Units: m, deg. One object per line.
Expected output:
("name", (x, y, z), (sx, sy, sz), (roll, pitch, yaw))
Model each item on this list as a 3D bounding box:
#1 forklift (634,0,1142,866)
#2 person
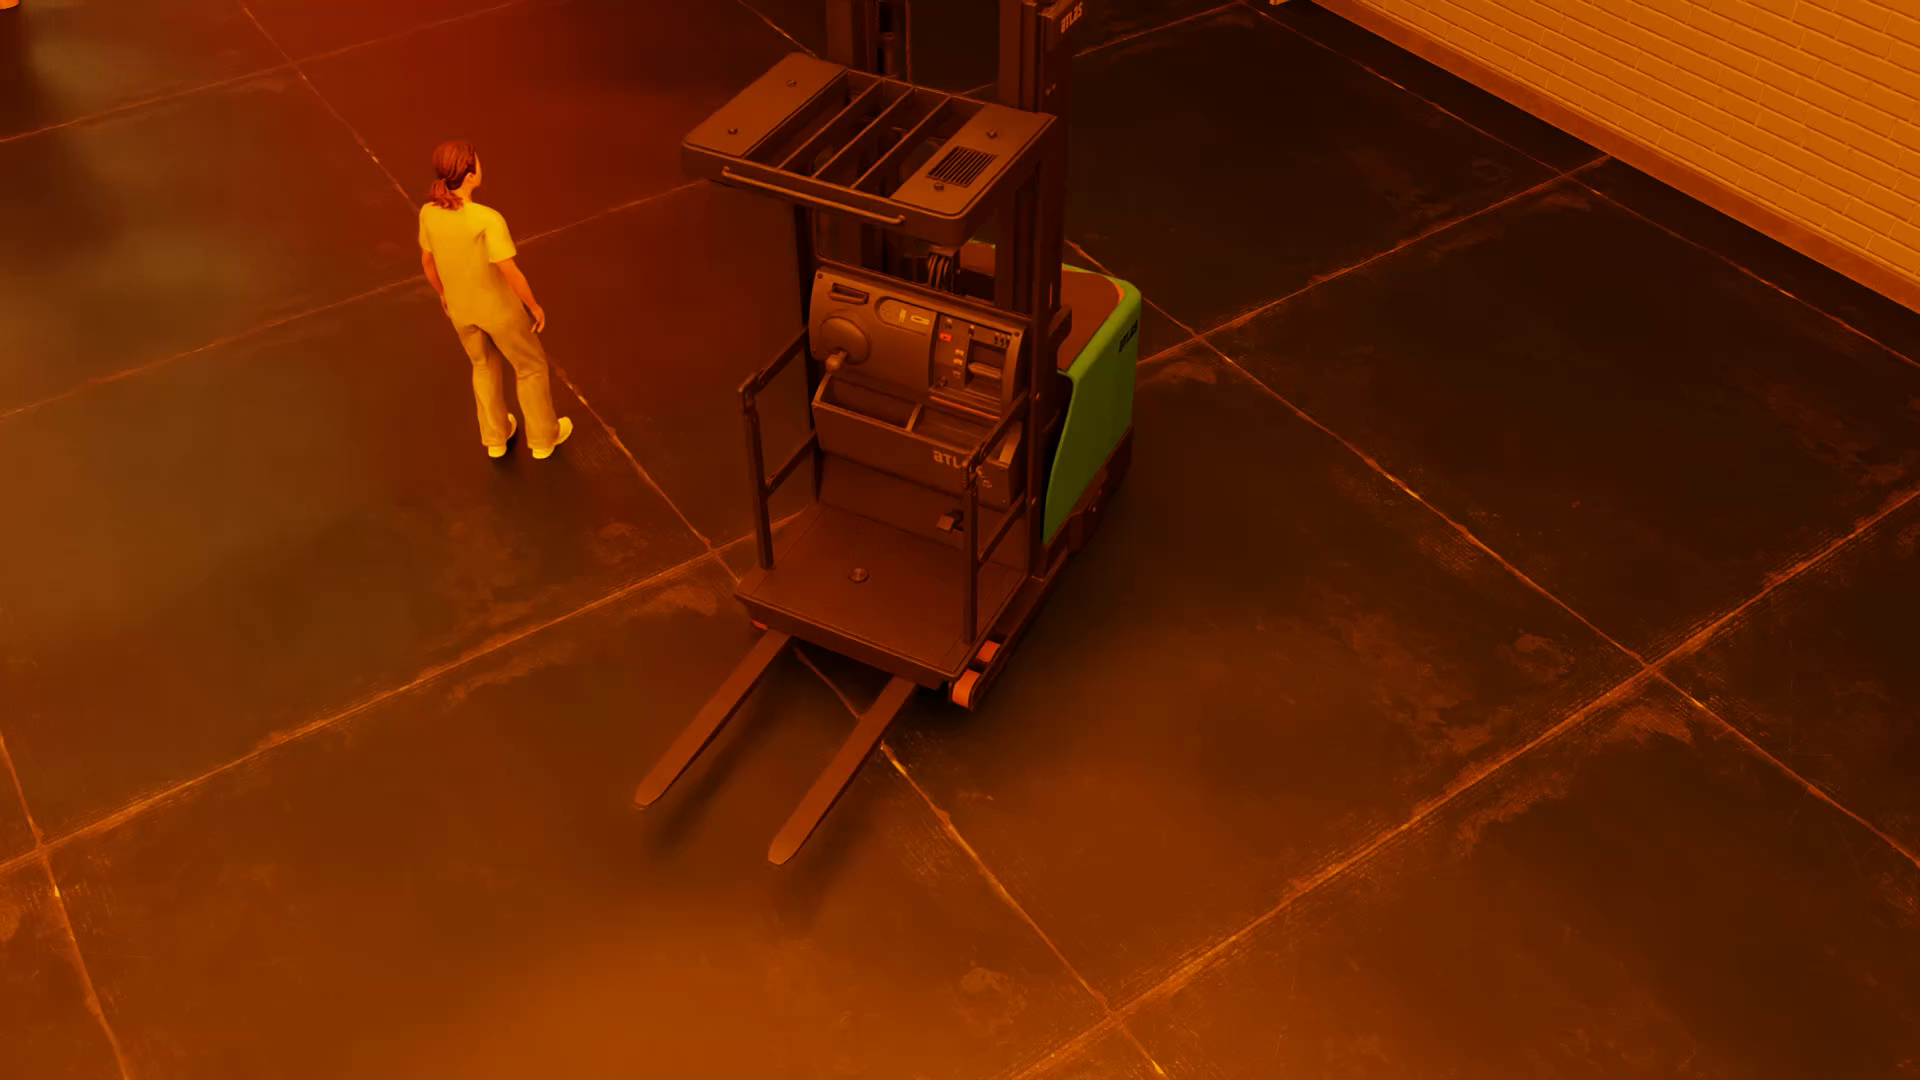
("forklift", (-0.279, -0.710, 6.486), (1.130, 2.935, 3.031), (19, 46, 20))
("person", (-2.215, -1.111, 7.853), (0.540, 1.670, 0.387), (11, 44, 12))
